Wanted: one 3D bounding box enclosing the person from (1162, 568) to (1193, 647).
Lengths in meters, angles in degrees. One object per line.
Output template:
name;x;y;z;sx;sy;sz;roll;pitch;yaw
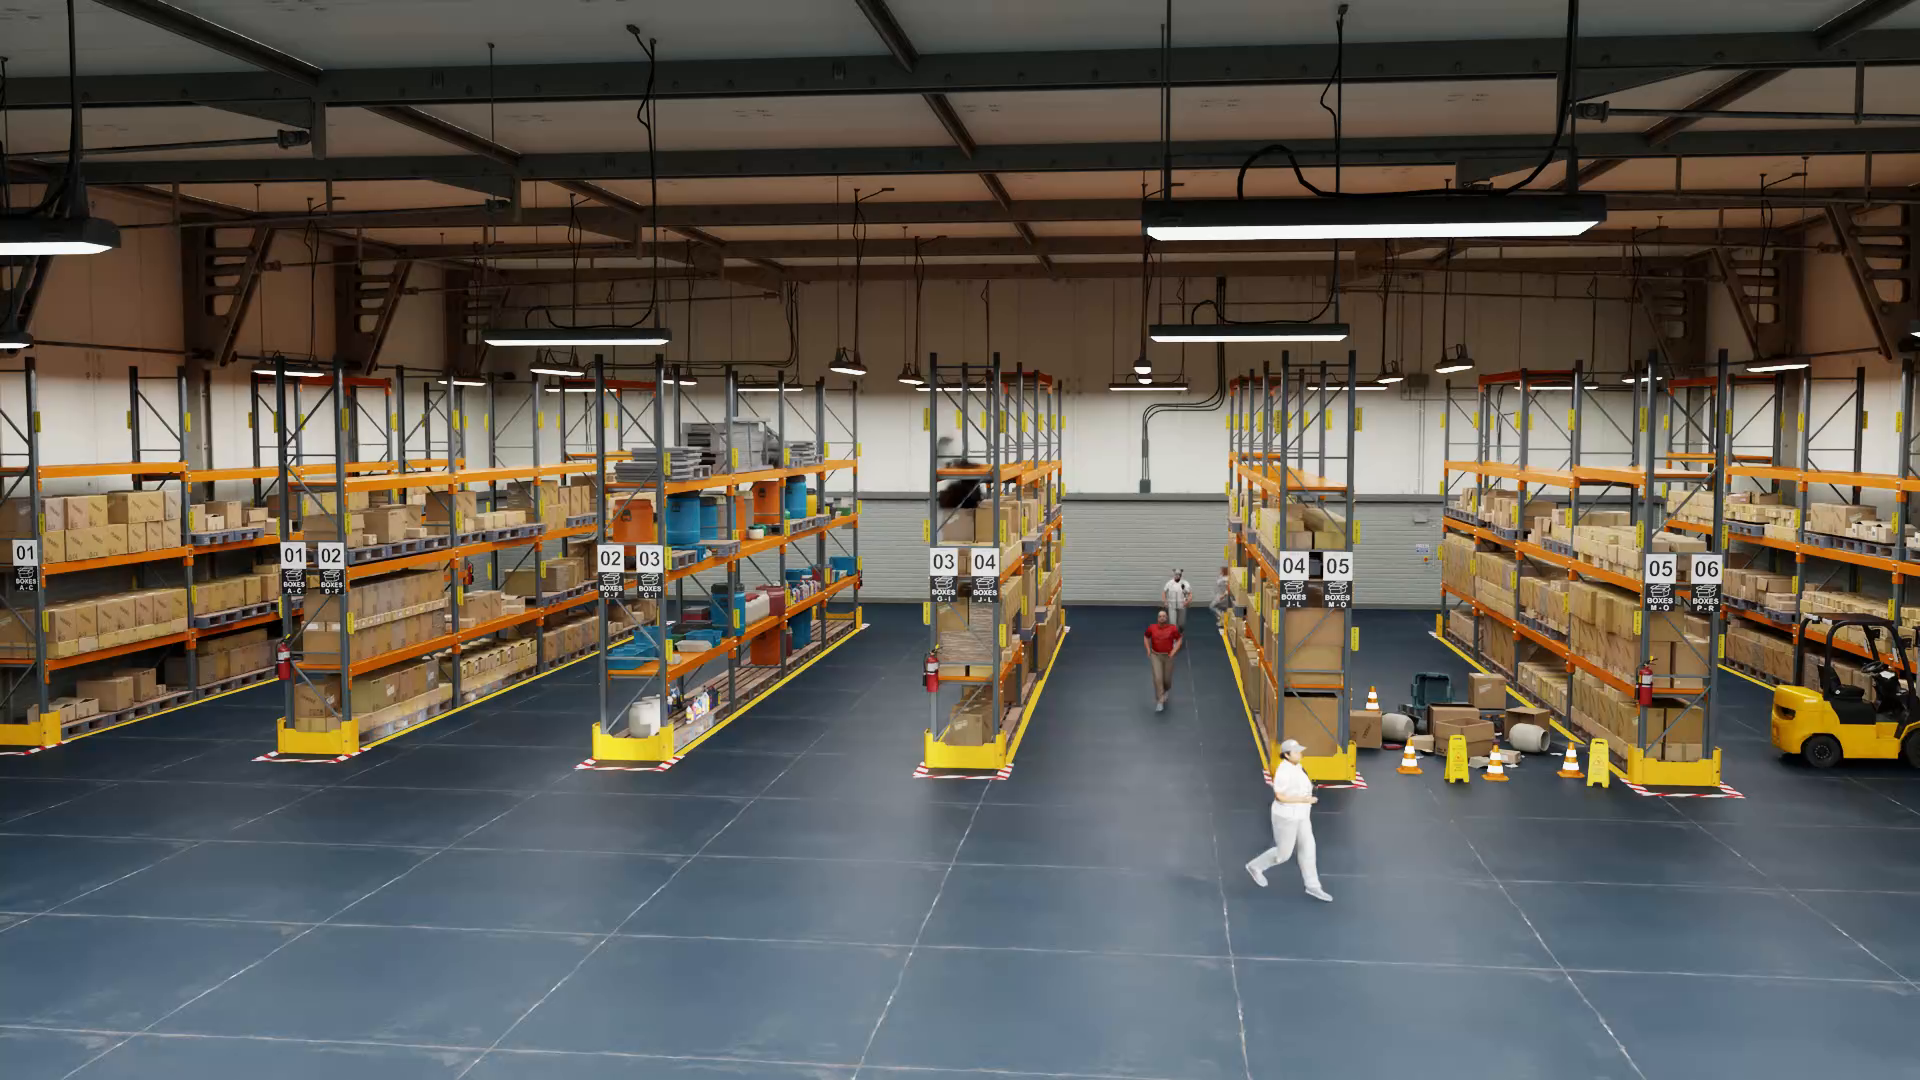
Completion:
person;4.867;1.488;37.269;0.694;1.753;0.853;1;4;10

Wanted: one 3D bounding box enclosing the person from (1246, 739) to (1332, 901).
person;3.486;2.923;17.472;0.879;1.666;0.606;3;5;35

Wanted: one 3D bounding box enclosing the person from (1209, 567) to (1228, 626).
person;6.359;1.385;40.672;0.549;1.510;0.644;1;4;10

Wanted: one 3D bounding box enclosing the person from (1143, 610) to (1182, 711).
person;3.565;2.094;29.256;0.675;1.730;0.844;0;4;5
